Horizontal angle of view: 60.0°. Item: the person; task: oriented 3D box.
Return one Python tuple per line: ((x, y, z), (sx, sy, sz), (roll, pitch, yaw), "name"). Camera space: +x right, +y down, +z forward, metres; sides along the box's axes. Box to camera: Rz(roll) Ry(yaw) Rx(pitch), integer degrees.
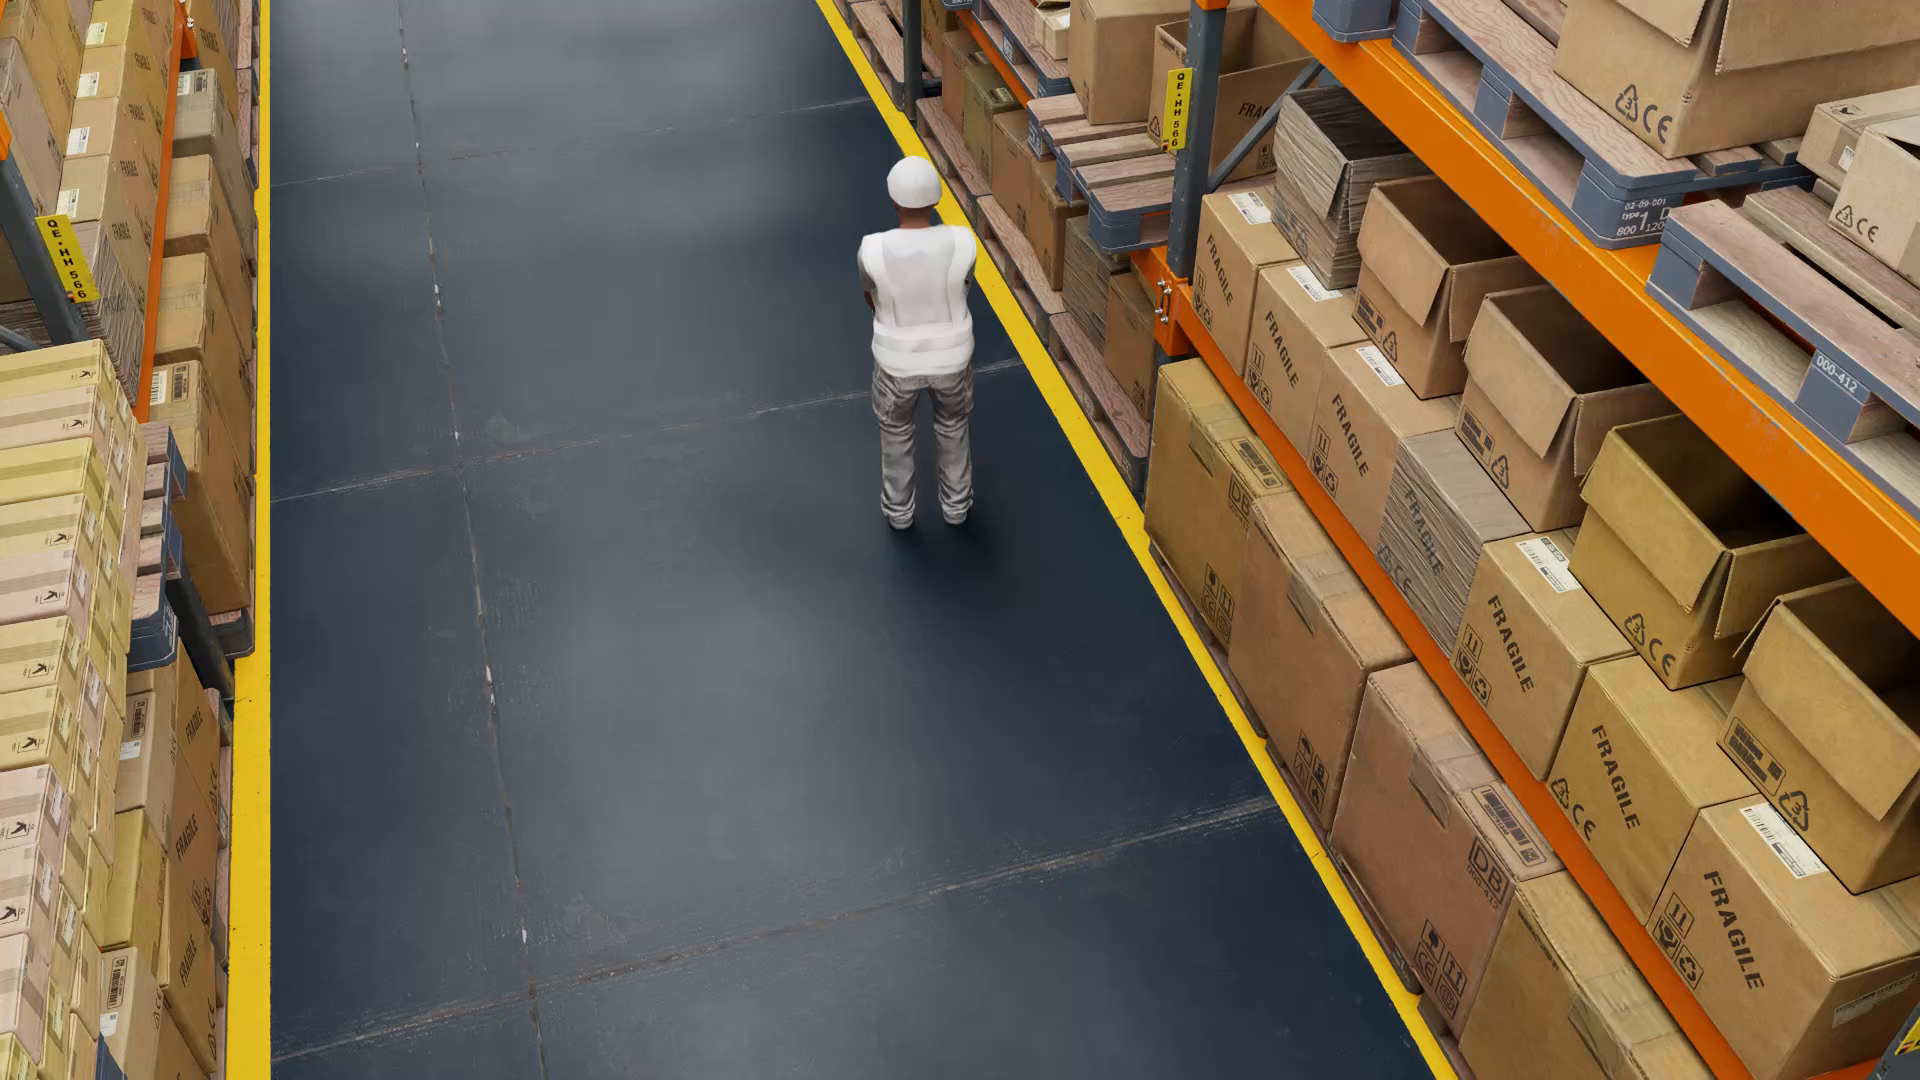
((-0.184, -0.853, 7.099), (0.491, 1.778, 0.587), (-6, 42, -6), "person")
